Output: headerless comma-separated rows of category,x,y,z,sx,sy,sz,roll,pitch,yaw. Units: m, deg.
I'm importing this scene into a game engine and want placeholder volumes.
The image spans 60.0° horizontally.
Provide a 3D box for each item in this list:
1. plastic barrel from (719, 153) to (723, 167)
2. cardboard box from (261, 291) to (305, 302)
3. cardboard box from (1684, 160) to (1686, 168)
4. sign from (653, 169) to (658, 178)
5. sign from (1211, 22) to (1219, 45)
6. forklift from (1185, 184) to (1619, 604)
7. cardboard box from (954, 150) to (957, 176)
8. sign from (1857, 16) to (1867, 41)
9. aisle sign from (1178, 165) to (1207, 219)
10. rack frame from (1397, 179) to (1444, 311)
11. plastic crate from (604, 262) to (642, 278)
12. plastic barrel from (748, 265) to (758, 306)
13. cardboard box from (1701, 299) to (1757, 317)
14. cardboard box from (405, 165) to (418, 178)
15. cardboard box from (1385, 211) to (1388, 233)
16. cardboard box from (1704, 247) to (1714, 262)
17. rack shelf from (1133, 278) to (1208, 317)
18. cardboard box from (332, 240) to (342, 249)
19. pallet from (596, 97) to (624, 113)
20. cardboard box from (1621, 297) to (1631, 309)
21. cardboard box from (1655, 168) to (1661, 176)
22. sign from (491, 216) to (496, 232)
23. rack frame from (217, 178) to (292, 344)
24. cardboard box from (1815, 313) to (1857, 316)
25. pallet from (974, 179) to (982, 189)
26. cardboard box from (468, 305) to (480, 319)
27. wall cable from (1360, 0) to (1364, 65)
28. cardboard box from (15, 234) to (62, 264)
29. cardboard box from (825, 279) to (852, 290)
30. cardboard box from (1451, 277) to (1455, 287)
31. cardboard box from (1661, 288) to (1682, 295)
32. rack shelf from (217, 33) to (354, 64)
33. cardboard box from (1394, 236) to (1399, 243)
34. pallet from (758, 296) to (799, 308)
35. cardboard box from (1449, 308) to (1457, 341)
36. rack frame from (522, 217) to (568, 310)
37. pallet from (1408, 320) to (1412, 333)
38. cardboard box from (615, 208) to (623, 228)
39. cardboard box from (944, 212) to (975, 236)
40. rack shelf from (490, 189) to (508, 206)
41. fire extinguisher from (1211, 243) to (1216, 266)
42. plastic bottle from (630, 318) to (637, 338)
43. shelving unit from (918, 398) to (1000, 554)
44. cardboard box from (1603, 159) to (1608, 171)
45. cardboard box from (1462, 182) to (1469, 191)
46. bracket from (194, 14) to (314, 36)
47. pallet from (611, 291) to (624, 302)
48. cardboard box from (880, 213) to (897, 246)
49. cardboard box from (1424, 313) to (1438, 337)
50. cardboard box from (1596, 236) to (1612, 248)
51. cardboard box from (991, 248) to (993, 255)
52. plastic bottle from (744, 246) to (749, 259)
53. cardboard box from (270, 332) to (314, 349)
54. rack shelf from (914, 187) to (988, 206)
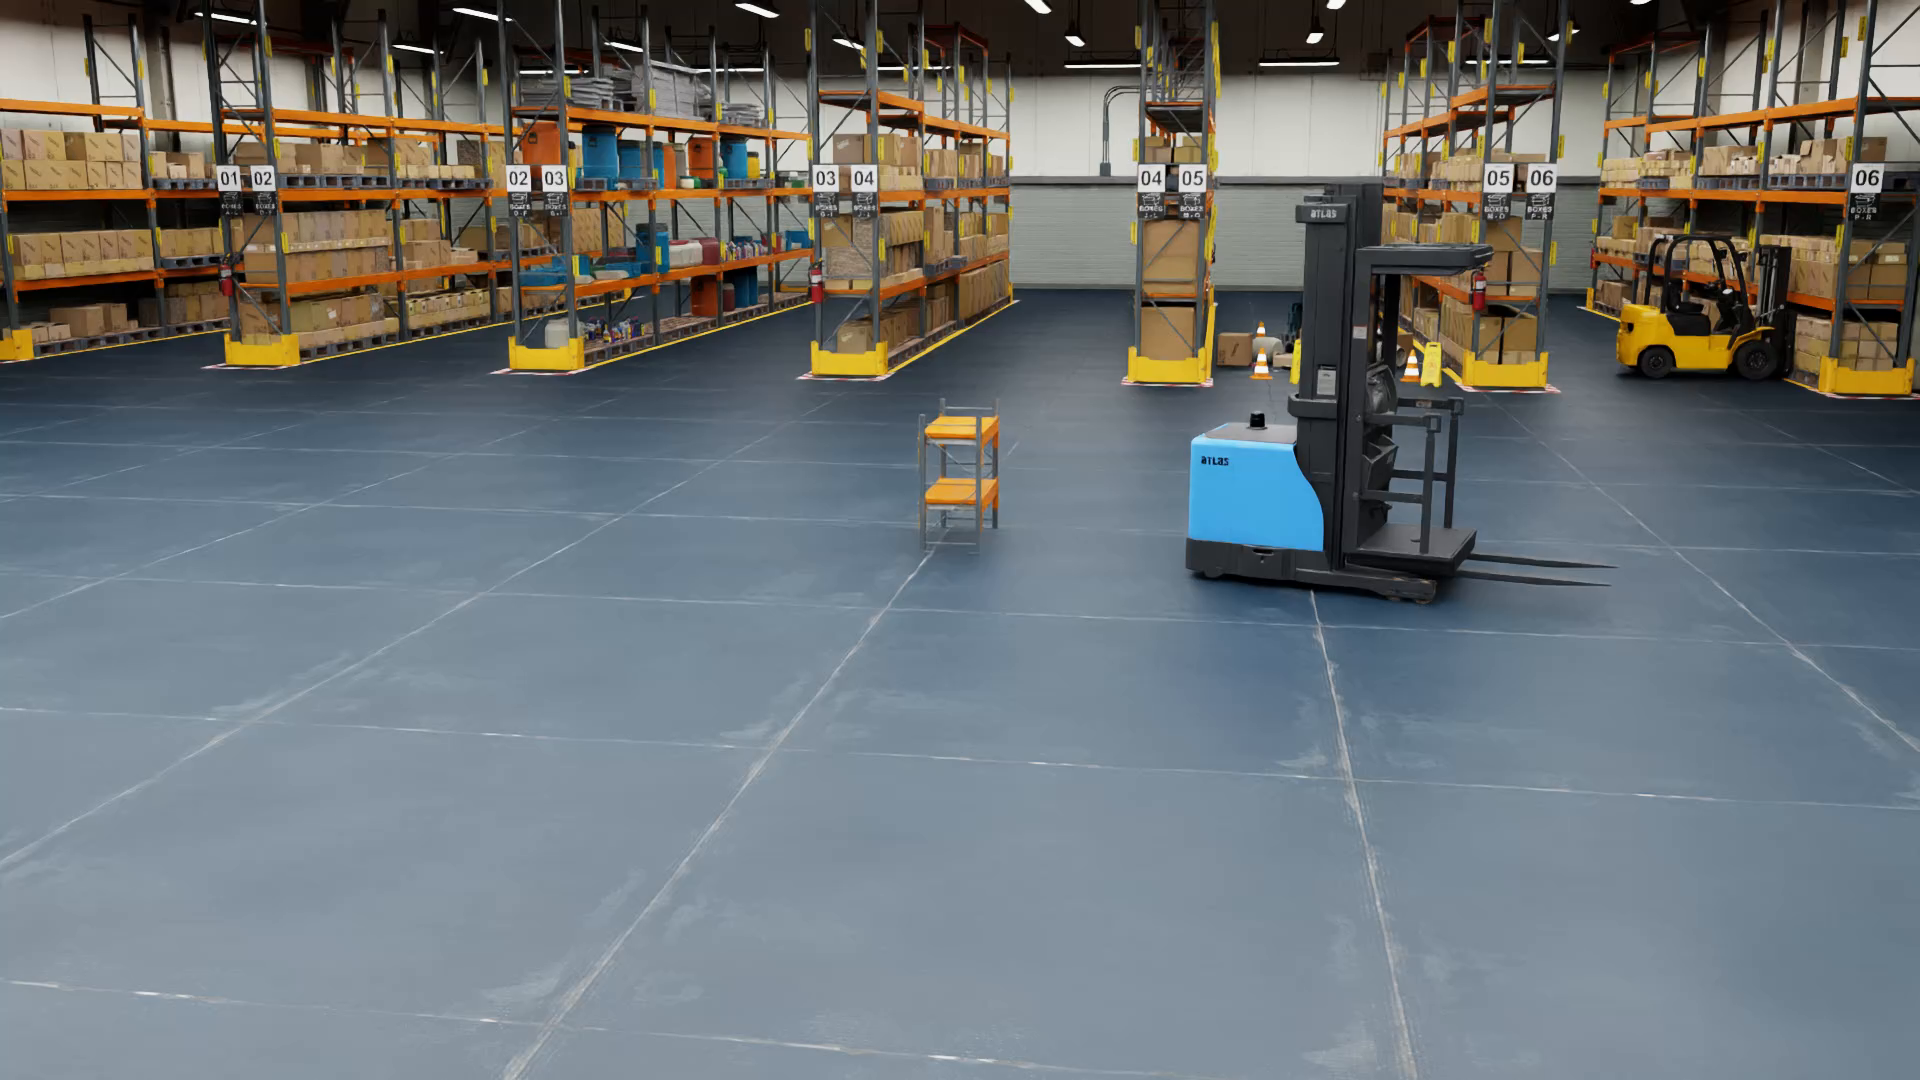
plastic barrel,-5.285,-8.007,35.586,0.433,0.535,0.433,0,12,0
cardboard box,-14.955,-5.519,36.587,0.750,0.750,0.750,2,12,8
cardboard box,14.160,-7.227,31.993,0.380,0.149,0.250,2,12,8
sign,-5.482,-6.512,29.951,0.100,0.325,0.005,2,12,9
sign,3.688,-7.334,24.073,0.100,0.325,0.005,2,12,9
forklift,3.277,-1.104,12.157,3.031,2.935,1.130,6,13,25
cardboard box,-0.341,-7.386,32.603,0.500,0.500,0.500,2,12,10
sign,12.418,-7.036,22.877,0.100,0.325,0.005,2,12,9
aisle sign,3.426,-5.133,24.522,0.394,0.787,0.004,2,12,9
rack frame,9.893,-6.246,35.854,1.000,3.000,0.127,2,12,9
plastic crate,-5.926,-4.750,29.267,0.499,0.251,0.616,2,12,9
plastic barrel,-4.894,-5.794,37.743,0.600,0.901,0.708,2,12,9
cardboard box,13.980,-4.032,30.221,0.875,0.625,0.625,2,12,11
cardboard box,-10.732,-7.064,31.890,0.500,0.250,0.500,1,12,3
cardboard box,9.933,-7.206,37.701,0.500,0.500,0.500,2,12,9
cardboard box,13.696,-5.127,29.833,0.500,0.250,0.500,2,12,7
rack shelf,3.448,-3.952,26.917,1.077,0.370,4.000,2,12,9
cardboard box,-11.023,-5.151,28.998,0.380,0.149,0.250,2,12,9
pallet,-6.309,-7.280,27.809,1.003,0.211,1.213,2,12,9
cardboard box,14.648,-5.154,36.283,0.396,0.266,0.258,2,12,11
cardboard box,14.156,-7.369,33.308,0.380,0.149,0.250,2,12,10
sign,-9.754,-6.605,34.771,0.100,0.325,0.005,2,12,9
rack frame,-11.533,-4.391,27.246,1.000,3.000,0.127,2,12,9
cardboard box,13.459,-3.346,25.555,0.500,0.250,0.500,2,12,8
pallet,0.008,-7.747,36.155,0.805,0.209,1.217,1,12,6
cardboard box,-10.218,-4.692,34.176,0.500,0.250,0.500,2,12,8
wall cable,9.574,-14.186,44.221,2.355,3.000,0.029,2,12,9
cardboard box,-15.972,-5.045,28.814,0.500,0.500,0.500,2,12,9
cardboard box,-1.905,-4.012,26.086,0.380,0.149,0.250,2,12,9
cardboard box,8.091,-4.136,26.663,0.380,0.149,0.250,2,12,9
cardboard box,14.240,-4.940,33.190,0.380,0.149,0.250,1,12,6
rack shelf,-14.890,-10.838,36.740,1.077,0.370,4.000,2,12,9
cardboard box,9.546,-6.334,35.435,0.500,0.250,0.500,2,12,7
pallet,-4.534,-5.773,40.281,1.003,0.211,1.213,2,12,9
cardboard box,8.152,-3.474,26.745,0.500,0.500,0.500,3,12,12
rack frame,-9.687,-6.889,38.837,1.000,3.000,0.127,2,12,9
pallet,9.473,-4.212,33.035,1.003,0.211,1.213,2,12,9
cardboard box,-8.869,-8.157,42.114,0.500,0.500,0.500,2,12,8
cardboard box,-0.107,-6.830,35.949,0.797,0.503,0.637,2,12,9
rack shelf,-9.995,-7.587,36.665,1.077,0.370,4.000,2,12,9
fire extinguisher,6.096,-7.035,40.586,0.296,0.674,0.183,2,12,9
plastic bottle,-5.868,-3.799,29.743,0.144,0.351,0.185,1,12,6
shelving unit,0.001,-0.551,13.881,0.538,1.125,1.048,2,12,9
cardboard box,15.096,-8.617,38.200,0.500,0.250,0.500,2,12,8
cardboard box,8.018,-5.496,25.851,0.380,0.149,0.250,2,12,8
bracket,-15.442,-11.276,36.414,0.076,0.066,4.783,2,12,9
pallet,-9.206,-6.176,42.151,1.003,0.211,1.213,2,12,9
cardboard box,-1.307,-4.961,26.578,0.500,0.500,0.500,2,12,9
cardboard box,8.953,-3.905,30.233,0.950,0.372,0.625,2,12,11
cardboard box,15.077,-6.905,38.562,0.500,0.250,0.500,2,12,9
cardboard box,0.555,-6.604,38.115,0.380,0.149,0.250,2,12,11
plastic bottle,-4.725,-6.317,36.479,0.152,0.276,0.135,2,12,9
cardboard box,-11.231,-3.356,27.976,0.500,0.250,0.500,2,12,9
rack shelf,-0.207,-7.265,35.172,1.077,0.370,4.000,2,12,9
